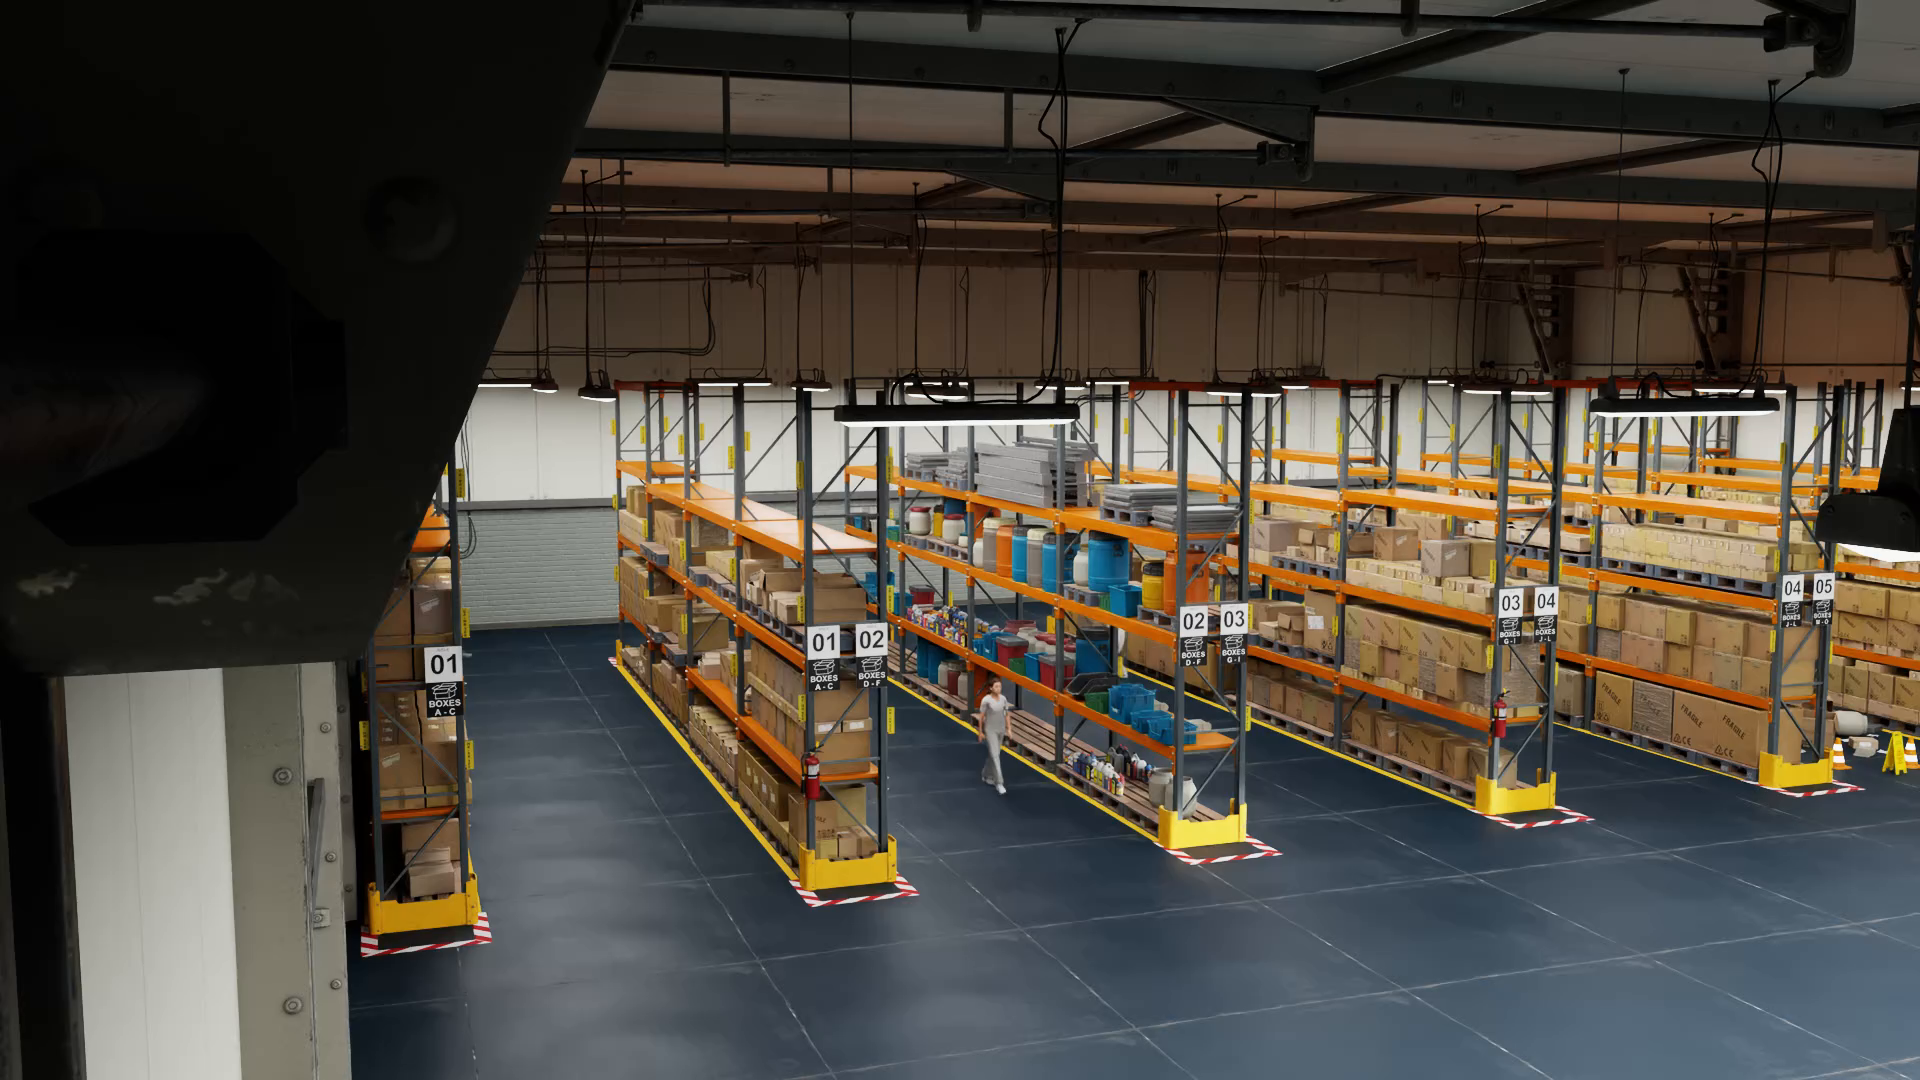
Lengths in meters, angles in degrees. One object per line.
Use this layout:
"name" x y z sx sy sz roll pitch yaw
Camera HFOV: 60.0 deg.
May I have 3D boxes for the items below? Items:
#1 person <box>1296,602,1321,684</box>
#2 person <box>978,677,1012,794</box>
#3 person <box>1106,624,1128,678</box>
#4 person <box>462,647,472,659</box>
"person" 6.702 2.056 32.097 0.586 1.734 0.887 -1 6 -6
"person" 0.563 2.876 24.800 0.471 1.640 0.837 -4 8 -36
"person" 3.024 1.879 32.175 0.593 1.710 0.642 -5 8 -39
"person" -11.043 1.698 35.820 1.106 1.718 0.532 0 6 -2
